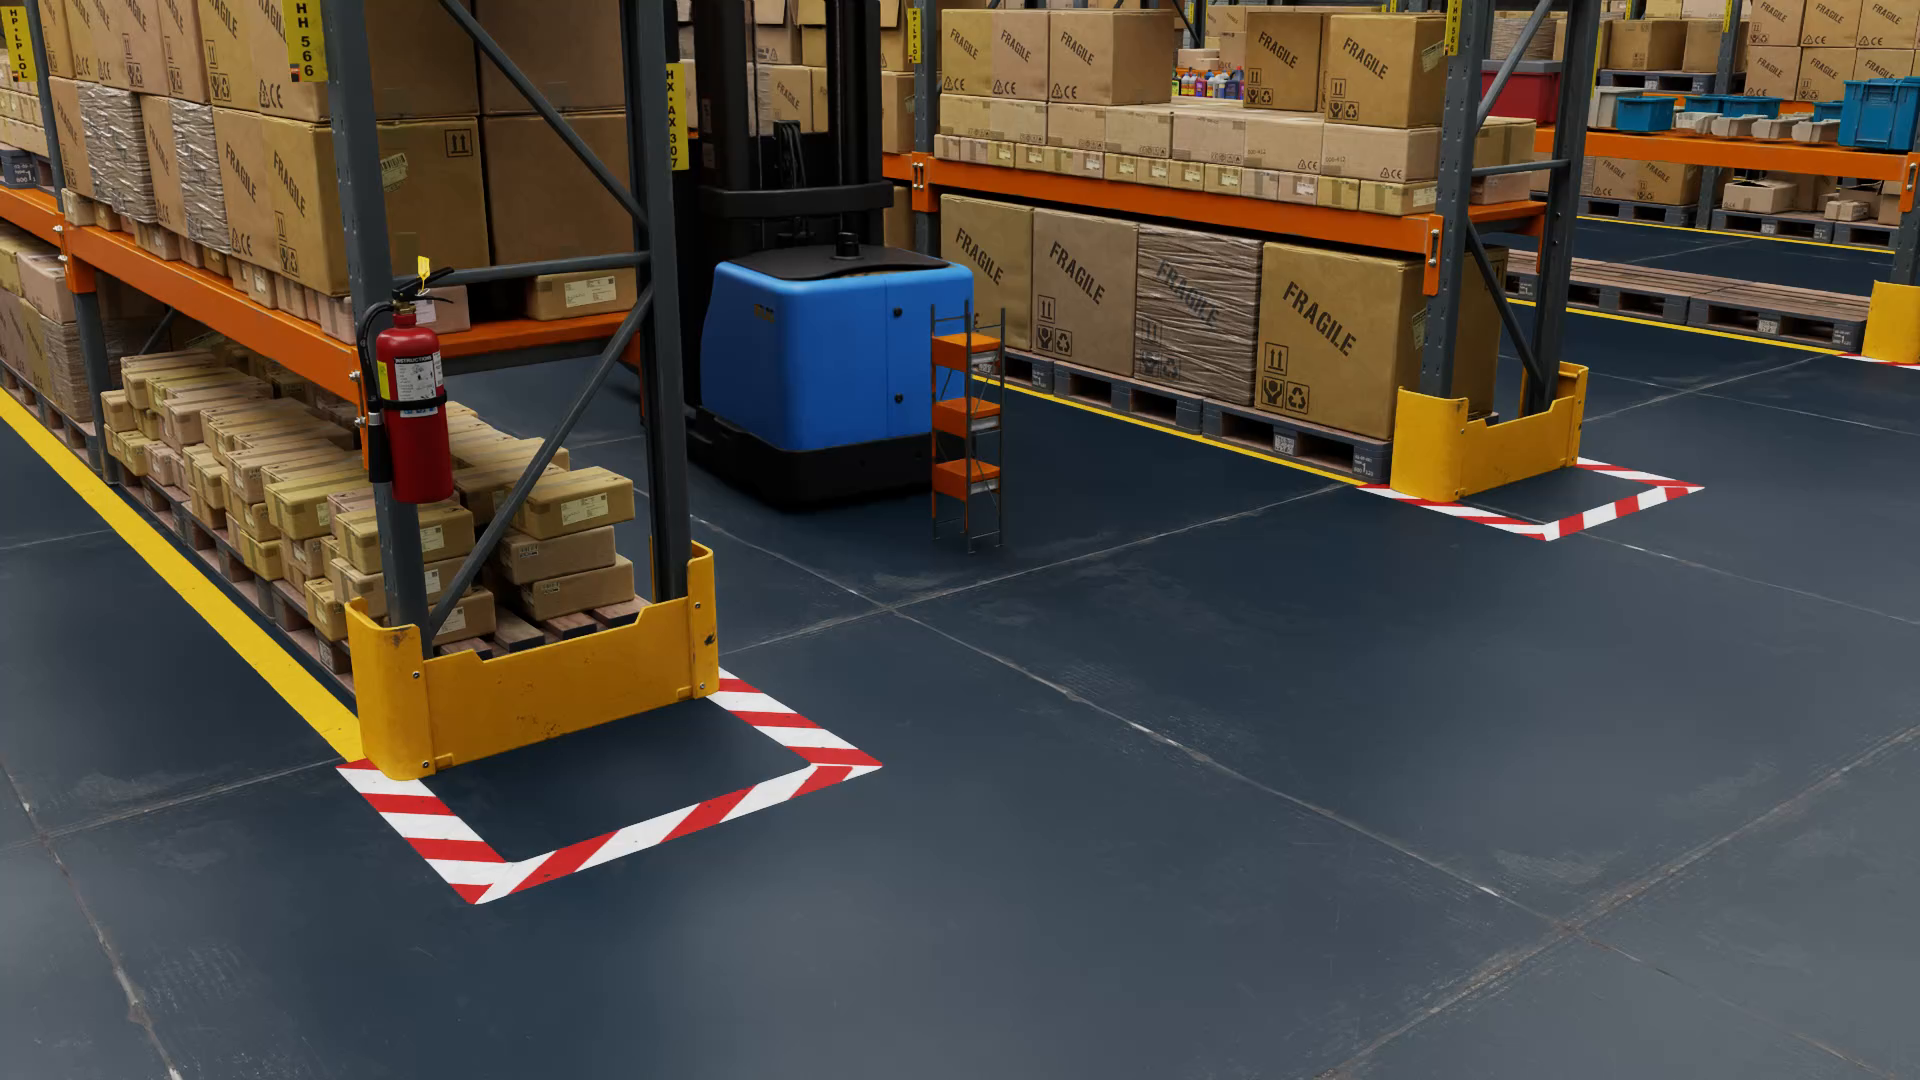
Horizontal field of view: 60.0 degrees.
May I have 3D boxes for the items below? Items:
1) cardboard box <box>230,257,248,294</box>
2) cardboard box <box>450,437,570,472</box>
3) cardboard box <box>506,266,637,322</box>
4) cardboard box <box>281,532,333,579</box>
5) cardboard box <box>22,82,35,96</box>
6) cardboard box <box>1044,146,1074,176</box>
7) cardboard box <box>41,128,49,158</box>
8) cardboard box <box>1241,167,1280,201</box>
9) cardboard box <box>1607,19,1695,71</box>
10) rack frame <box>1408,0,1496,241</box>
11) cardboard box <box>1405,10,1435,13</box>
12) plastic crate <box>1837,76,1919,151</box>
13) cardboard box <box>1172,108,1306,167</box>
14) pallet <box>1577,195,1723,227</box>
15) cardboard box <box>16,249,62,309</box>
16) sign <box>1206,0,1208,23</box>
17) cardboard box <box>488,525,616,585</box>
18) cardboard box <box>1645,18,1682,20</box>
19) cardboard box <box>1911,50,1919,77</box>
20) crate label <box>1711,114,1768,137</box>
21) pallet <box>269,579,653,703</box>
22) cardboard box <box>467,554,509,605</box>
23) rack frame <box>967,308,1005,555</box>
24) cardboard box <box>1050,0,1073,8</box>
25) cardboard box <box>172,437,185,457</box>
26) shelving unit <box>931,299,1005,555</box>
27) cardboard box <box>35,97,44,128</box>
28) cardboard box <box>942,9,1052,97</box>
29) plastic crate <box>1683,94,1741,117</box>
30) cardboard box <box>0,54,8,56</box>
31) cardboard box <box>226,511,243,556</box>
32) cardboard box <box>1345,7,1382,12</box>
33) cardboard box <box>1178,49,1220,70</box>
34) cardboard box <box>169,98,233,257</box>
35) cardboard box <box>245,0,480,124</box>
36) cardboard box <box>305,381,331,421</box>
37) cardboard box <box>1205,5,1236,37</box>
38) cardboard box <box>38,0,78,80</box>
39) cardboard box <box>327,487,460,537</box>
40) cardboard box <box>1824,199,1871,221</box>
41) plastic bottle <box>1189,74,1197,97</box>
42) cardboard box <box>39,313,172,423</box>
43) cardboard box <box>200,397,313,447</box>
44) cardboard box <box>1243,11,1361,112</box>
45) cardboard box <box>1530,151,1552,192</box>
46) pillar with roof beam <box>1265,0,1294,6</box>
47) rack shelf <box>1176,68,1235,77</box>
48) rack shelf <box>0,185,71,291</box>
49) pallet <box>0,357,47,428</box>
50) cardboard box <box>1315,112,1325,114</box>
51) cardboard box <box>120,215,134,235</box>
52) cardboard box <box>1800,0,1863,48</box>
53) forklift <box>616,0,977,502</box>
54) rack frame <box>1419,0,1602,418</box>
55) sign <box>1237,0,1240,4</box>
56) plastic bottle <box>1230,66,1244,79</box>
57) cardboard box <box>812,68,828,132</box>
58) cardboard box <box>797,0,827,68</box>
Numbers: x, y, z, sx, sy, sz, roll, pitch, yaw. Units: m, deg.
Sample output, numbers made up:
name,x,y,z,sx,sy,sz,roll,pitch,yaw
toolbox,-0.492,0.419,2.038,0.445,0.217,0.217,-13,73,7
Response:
name,x,y,z,sx,sy,sz,roll,pitch,yaw
cardboard box,-2.363,-0.973,5.929,0.380,0.149,0.250,-15,24,-38
cardboard box,-1.710,-0.266,6.315,0.380,0.149,0.250,-14,23,-36
cardboard box,-1.273,-0.835,5.513,0.380,0.149,0.250,-14,23,-37
cardboard box,-2.205,0.000,5.984,0.380,0.149,0.250,-15,24,-38
cardboard box,-4.541,-2.350,8.472,0.380,0.149,0.250,-15,23,-38
cardboard box,0.712,-2.225,9.711,0.380,0.149,0.250,-14,23,-37
cardboard box,-4.376,-1.999,8.361,0.380,0.149,0.250,-14,23,-36
cardboard box,1.670,-1.846,8.565,0.380,0.149,0.250,-13,23,-35
cardboard box,7.311,-5.236,17.577,0.700,0.500,0.500,-10,21,-28
rack frame,4.021,-3.706,13.783,1.000,3.000,0.127,-14,23,-36
cardboard box,7.109,-7.735,25.092,0.700,0.500,0.500,-14,23,-36
plastic crate,6.150,-2.812,10.930,0.616,0.435,0.499,-14,23,-36
cardboard box,1.482,-2.142,8.824,0.500,0.250,0.500,-15,23,-38
pallet,7.371,-3.541,17.721,1.003,0.211,1.213,-14,23,-36
cardboard box,-4.782,-1.428,9.020,0.500,0.250,0.500,-13,22,-34
sign,3.358,-7.264,22.811,0.100,0.325,0.005,-14,23,-36
cardboard box,-1.453,0.023,5.915,0.380,0.149,0.250,-13,22,-34
cardboard box,9.404,-6.654,22.021,0.500,0.500,0.500,-13,22,-35
cardboard box,8.955,-4.166,15.014,0.500,0.500,0.500,-14,23,-37
crate label,5.495,-2.927,11.756,0.396,0.136,0.243,-14,23,-36
pallet,-1.853,0.287,6.159,1.003,0.211,1.213,-14,23,-36
cardboard box,-1.630,0.103,6.146,0.380,0.149,0.250,-14,23,-36
rack frame,0.109,-0.455,7.067,0.200,1.050,0.008,-14,23,-36
cardboard box,1.723,-7.786,23.880,0.700,0.500,0.500,-14,23,-36
cardboard box,-3.266,-0.467,7.394,0.380,0.149,0.250,-15,24,-39
shelving unit,0.033,-0.485,7.158,0.215,1.050,0.252,-14,23,-36
cardboard box,-4.379,-2.142,8.317,0.380,0.149,0.250,-14,23,-36
cardboard box,0.235,-2.998,10.215,0.500,0.500,0.500,-14,23,-36
plastic crate,5.605,-3.193,12.404,0.416,0.233,0.300,-14,23,-36
cardboard box,-5.510,-2.734,9.633,0.380,0.149,0.250,-13,22,-34
cardboard box,-2.680,-0.051,6.613,0.380,0.149,0.250,-13,23,-35
cardboard box,6.284,-7.961,25.648,0.500,0.500,0.500,-14,23,-36
cardboard box,3.279,-6.459,22.336,0.500,0.250,0.500,-12,22,-33
cardboard box,-2.448,-1.311,5.917,0.500,0.500,0.500,-14,23,-36
cardboard box,-1.808,-1.538,5.013,0.500,0.500,0.500,-15,23,-37
cardboard box,-2.697,-0.645,7.459,0.380,0.149,0.250,-15,24,-39
cardboard box,4.397,-8.715,27.922,0.500,0.500,0.500,-14,23,-36
cardboard box,-3.724,-2.301,7.316,0.500,0.500,0.500,-13,23,-35
cardboard box,-1.968,-0.093,5.793,0.380,0.149,0.250,-13,23,-35
cardboard box,8.542,-3.179,15.998,0.380,0.166,0.250,-14,23,-36
plastic bottle,2.177,-4.199,15.477,0.097,0.271,0.097,0,18,0
cardboard box,-4.470,-0.942,8.745,0.500,0.500,0.500,-15,23,-37
cardboard box,-2.933,-0.478,6.954,0.380,0.149,0.250,-15,24,-38
cardboard box,1.898,-2.600,9.016,0.500,0.500,0.500,-15,23,-38
cardboard box,6.446,-4.132,18.345,0.500,0.500,0.500,-15,23,-38
pillar with roof beam,2.074,-10.601,25.061,9.100,9.000,0.400,-14,23,-36
rack shelf,4.181,-5.809,21.278,1.077,0.370,4.000,-14,23,-36
rack shelf,-5.055,-1.948,9.617,1.077,0.370,4.000,-14,23,-36
pallet,-5.059,-0.965,9.941,1.003,0.211,1.213,-14,23,-36
cardboard box,2.207,-2.122,8.763,0.500,0.250,0.500,-14,23,-37
cardboard box,-3.468,-1.439,7.335,0.380,0.149,0.250,-15,24,-38
cardboard box,8.299,-4.896,15.627,0.500,0.500,0.500,-15,23,-38
forklift,-1.098,-1.980,8.681,1.130,2.935,3.031,-10,21,-29
rack frame,2.622,-1.754,7.887,1.000,3.000,0.127,-14,23,-36
sign,4.784,-9.400,28.633,0.100,0.325,0.005,-14,23,-36
plastic bottle,2.545,-4.180,15.291,0.144,0.351,0.185,-14,23,-36
cardboard box,-0.668,-2.972,11.407,0.500,0.500,0.500,-13,22,-34
cardboard box,-0.682,-3.590,11.678,0.797,0.503,0.637,-14,23,-36
